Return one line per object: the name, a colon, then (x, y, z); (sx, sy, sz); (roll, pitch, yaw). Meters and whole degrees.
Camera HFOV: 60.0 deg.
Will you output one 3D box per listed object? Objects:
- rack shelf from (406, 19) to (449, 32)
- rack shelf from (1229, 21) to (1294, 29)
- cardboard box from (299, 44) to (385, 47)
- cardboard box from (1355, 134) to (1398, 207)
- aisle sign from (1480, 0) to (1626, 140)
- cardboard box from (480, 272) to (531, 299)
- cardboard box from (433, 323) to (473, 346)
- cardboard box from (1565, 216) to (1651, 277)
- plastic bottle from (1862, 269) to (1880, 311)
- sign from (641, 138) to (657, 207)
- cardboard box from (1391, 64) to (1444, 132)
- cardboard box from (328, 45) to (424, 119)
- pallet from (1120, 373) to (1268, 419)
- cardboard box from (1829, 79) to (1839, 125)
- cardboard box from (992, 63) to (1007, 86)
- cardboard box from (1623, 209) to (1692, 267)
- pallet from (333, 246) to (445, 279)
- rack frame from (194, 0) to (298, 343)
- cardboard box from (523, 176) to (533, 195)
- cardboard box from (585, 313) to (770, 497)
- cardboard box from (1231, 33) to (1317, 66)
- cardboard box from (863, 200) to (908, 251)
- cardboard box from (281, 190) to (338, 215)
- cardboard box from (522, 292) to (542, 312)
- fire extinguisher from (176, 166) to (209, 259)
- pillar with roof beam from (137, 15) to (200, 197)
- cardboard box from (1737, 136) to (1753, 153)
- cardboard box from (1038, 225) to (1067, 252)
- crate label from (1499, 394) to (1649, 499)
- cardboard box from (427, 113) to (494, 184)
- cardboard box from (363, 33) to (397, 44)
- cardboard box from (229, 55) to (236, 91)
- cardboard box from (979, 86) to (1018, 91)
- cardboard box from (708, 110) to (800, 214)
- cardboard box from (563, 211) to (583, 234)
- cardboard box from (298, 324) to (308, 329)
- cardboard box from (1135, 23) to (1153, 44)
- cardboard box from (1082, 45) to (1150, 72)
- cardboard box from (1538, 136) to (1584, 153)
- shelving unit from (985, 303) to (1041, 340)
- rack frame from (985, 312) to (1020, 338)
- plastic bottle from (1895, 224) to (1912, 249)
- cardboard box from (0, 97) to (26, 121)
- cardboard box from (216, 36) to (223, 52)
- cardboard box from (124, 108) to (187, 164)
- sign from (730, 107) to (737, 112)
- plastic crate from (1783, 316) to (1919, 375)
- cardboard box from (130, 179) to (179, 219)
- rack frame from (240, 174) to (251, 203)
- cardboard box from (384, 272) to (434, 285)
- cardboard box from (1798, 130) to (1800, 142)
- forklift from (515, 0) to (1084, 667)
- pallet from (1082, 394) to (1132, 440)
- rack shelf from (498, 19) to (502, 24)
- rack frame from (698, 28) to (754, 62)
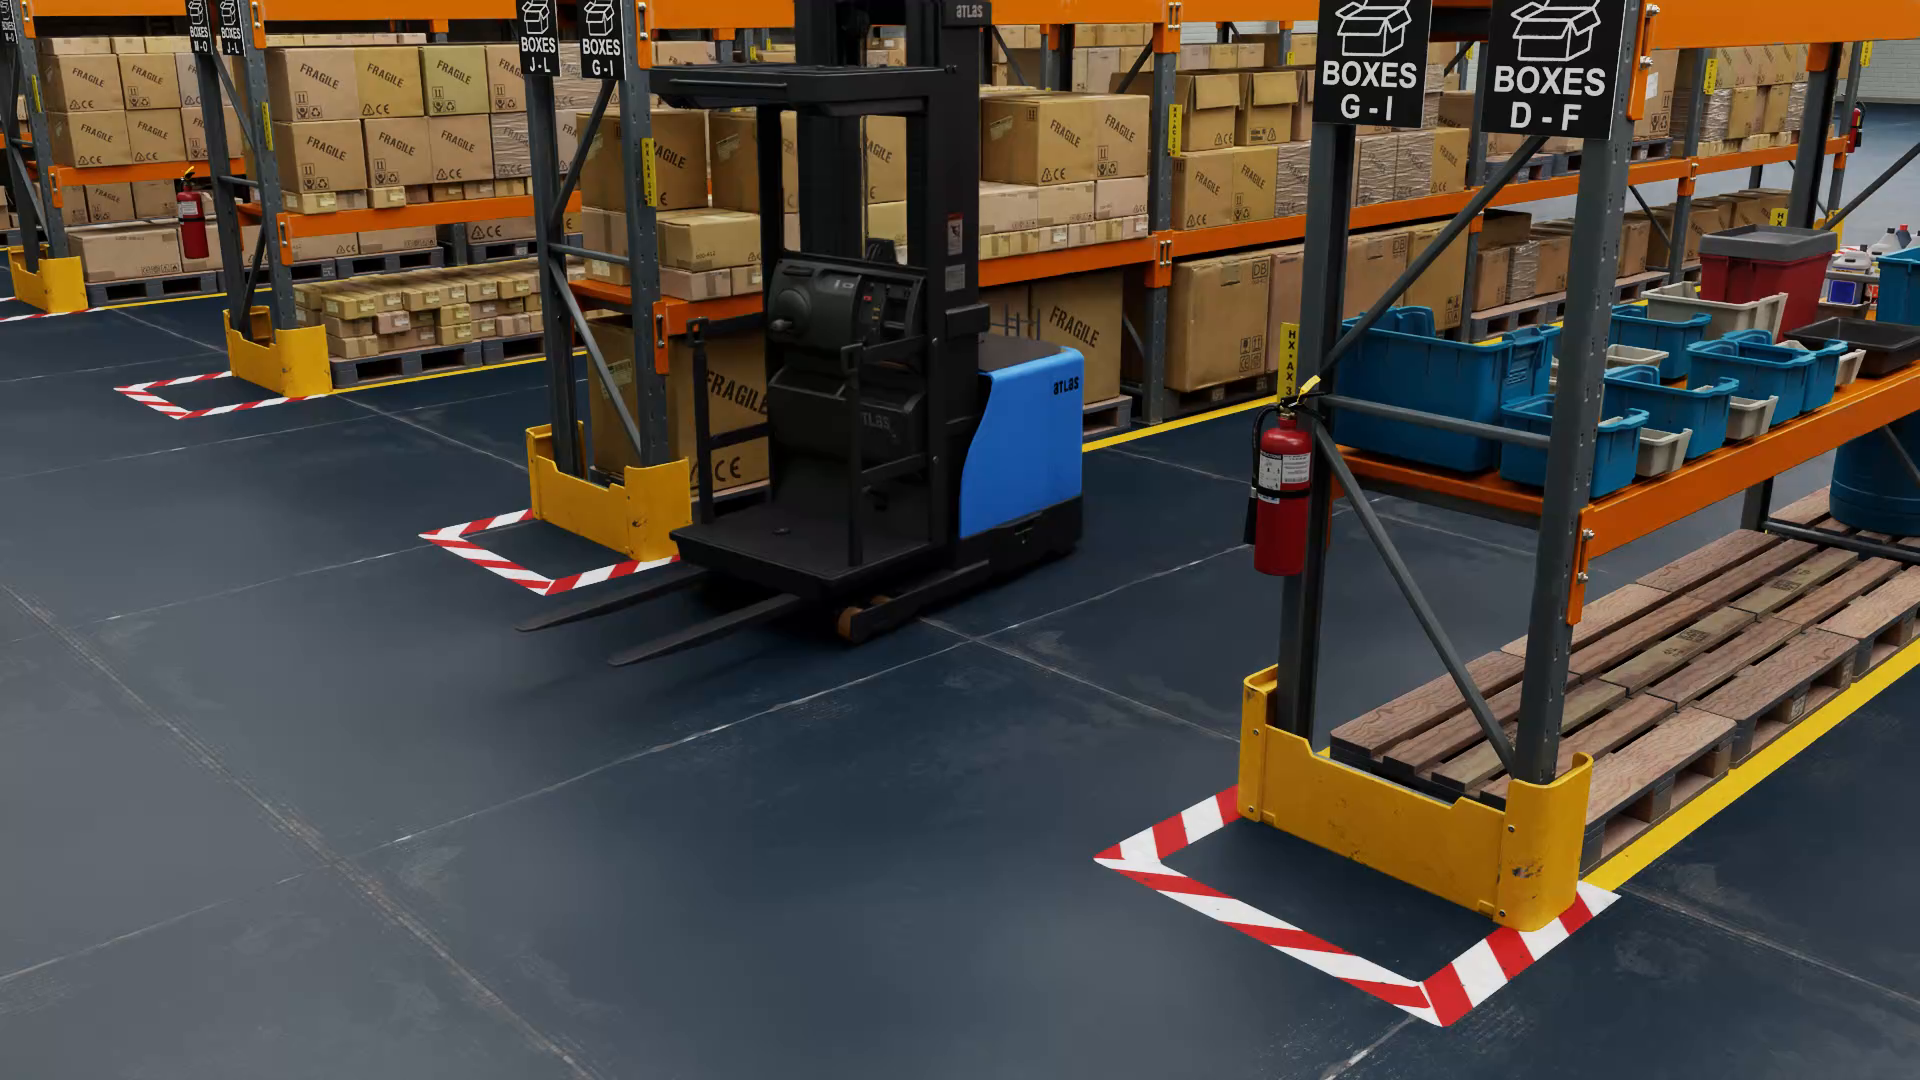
rack shelf: (-4.348, -6.054, 19.096); (4.000, 0.370, 1.077); (-16, 24, -41)
rack shelf: (4.939, -6.661, 20.969); (4.000, 0.370, 1.077); (-16, 24, -41)
cardboard box: (-4.704, -3.535, 12.758); (0.500, 0.500, 0.500); (17, 25, 42)
cardboard box: (2.984, -2.845, 12.733); (0.500, 0.500, 0.500); (17, 25, 42)
aisle sign: (1.655, -1.522, 4.600); (0.004, 0.787, 0.394); (-16, 24, -41)
cardboard box: (-3.677, -2.055, 13.436); (0.250, 0.149, 0.380); (-16, 24, -40)
cardboard box: (-4.062, -1.651, 13.153); (0.250, 0.149, 0.380); (-16, 24, -40)
cardboard box: (6.359, -2.915, 16.451); (0.700, 0.500, 0.500); (16, 24, 40)
plastic bottle: (4.574, -1.252, 8.305); (0.097, 0.201, 0.097); (0, 18, 0)
sign: (-1.522, -1.801, 8.144); (0.005, 0.325, 0.100); (-16, 24, -41)
cardboard box: (3.371, -3.546, 13.269); (0.637, 0.503, 0.797); (-15, 23, -39)
cardboard box: (-4.363, -3.419, 12.400); (0.500, 0.500, 0.500); (-15, 23, -39)
pallet: (1.516, -1.179, 12.278); (1.213, 0.211, 1.003); (-16, 24, -41)
cardboard box: (9.308, -4.946, 18.732); (0.500, 0.500, 0.875); (-16, 24, -41)
cardboard box: (0.523, -6.461, 23.403); (0.500, 0.500, 0.500); (-16, 24, -41)
cardboard box: (7.138, -3.106, 17.074); (0.500, 0.500, 0.500); (17, 25, 42)
pallet: (-6.408, -3.075, 18.128); (1.213, 0.211, 1.003); (-16, 24, -41)
rack frame: (-5.234, -2.610, 12.171); (0.127, 3.000, 1.000); (-16, 24, -41)
cardboard box: (-3.460, -2.878, 13.404); (0.250, 0.149, 0.380); (-16, 24, -40)
cardboard box: (-1.489, -0.820, 9.413); (0.875, 0.875, 0.875); (-16, 24, -41)
cardboard box: (3.777, -5.808, 20.042); (0.550, 0.550, 0.875); (-16, 24, -41)
cardboard box: (-0.624, -1.806, 9.451); (0.500, 0.250, 0.500); (17, 25, 42)
cardboard box: (-4.773, -2.486, 12.195); (0.250, 0.149, 0.380); (-17, 24, -41)
cardboard box: (-3.561, -1.995, 13.734); (0.250, 0.149, 0.380); (-15, 23, -38)
fire extinguisher: (-5.734, -2.446, 12.395); (0.183, 0.674, 0.296); (-16, 24, -41)
pillar with roof beam: (-7.382, -7.601, 17.836); (0.400, 9.000, 9.100); (-16, 24, -41)
cardboard box: (7.921, -4.087, 17.133); (0.250, 0.149, 0.380); (-16, 24, -41)
cardboard box: (0.450, -1.904, 10.400); (0.250, 0.149, 0.380); (-16, 24, -40)
crate label: (1.909, -0.295, 5.204); (0.303, 0.233, 0.416); (-16, 24, -41)
cardboard box: (-3.982, -3.052, 12.891); (0.500, 0.500, 0.500); (-16, 24, -40)
cardboard box: (-6.073, -5.209, 17.353); (0.250, 0.149, 0.380); (-16, 24, -40)
cardboard box: (-7.062, -4.587, 16.485); (0.500, 0.500, 0.500); (-16, 24, -41)
cardboard box: (0.354, -4.409, 16.482); (0.250, 0.149, 0.380); (-17, 24, -41)
cardboard box: (-1.002, -2.051, 8.992); (0.500, 0.500, 0.500); (-17, 25, -42)
cardboard box: (-4.755, -4.077, 19.460); (0.875, 0.875, 0.875); (-15, 23, -39)
cardboard box: (-4.994, -1.612, 13.034); (0.250, 0.149, 0.380); (-16, 24, -40)
cardboard box: (2.697, -7.596, 25.283); (0.500, 0.500, 0.700); (-17, 25, -42)
cardboard box: (1.650, -5.138, 18.185); (0.500, 0.500, 0.700); (-17, 24, -42)
cardboard box: (5.289, -3.604, 14.800); (0.500, 0.250, 0.500); (17, 25, 42)
shelving unit: (0.283, -0.677, 9.127); (0.258, 1.200, 0.189); (14, 23, 38)
rack frame: (0.224, -0.655, 9.060); (0.240, 1.200, 0.006); (14, 23, 38)
plastic bottle: (4.987, -1.499, 8.823); (0.185, 0.351, 0.144); (-16, 24, -41)
cardboard box: (-11.240, -5.022, 19.372); (0.500, 0.250, 0.500); (-16, 24, -40)
cardboard box: (-7.307, -4.814, 16.135); (0.250, 0.149, 0.380); (-16, 24, -40)
cardboard box: (-7.813, -3.896, 15.976); (0.500, 0.500, 0.500); (-17, 24, -42)
sign: (-1.949, -3.749, 14.282); (0.005, 0.325, 0.100); (-16, 24, -41)
plastic crate: (3.781, -0.815, 6.984); (0.590, 0.125, 0.437); (-16, 24, -41)
cardboard box: (-10.209, -4.321, 20.820); (0.700, 0.500, 0.500); (17, 24, 42)
rack frame: (-9.214, -5.657, 21.569); (0.127, 3.000, 1.000); (-16, 24, -41)
cardboard box: (-4.468, -2.070, 13.483); (0.380, 0.149, 0.250); (17, 24, 42)
cardboard box: (9.141, -4.474, 18.329); (0.250, 0.149, 0.380); (-16, 24, -41)
forklift: (-0.677, -1.099, 7.621); (1.130, 2.935, 3.031); (14, 23, 38)
pallet: (0.401, -0.855, 11.278); (1.213, 0.211, 1.003); (-16, 24, -41)
rack shelf: (-7.761, -7.166, 22.525); (4.000, 0.370, 1.077); (-16, 24, -41)
rack frame: (-2.895, -5.393, 20.755); (0.127, 3.000, 1.000); (-16, 24, -41)
